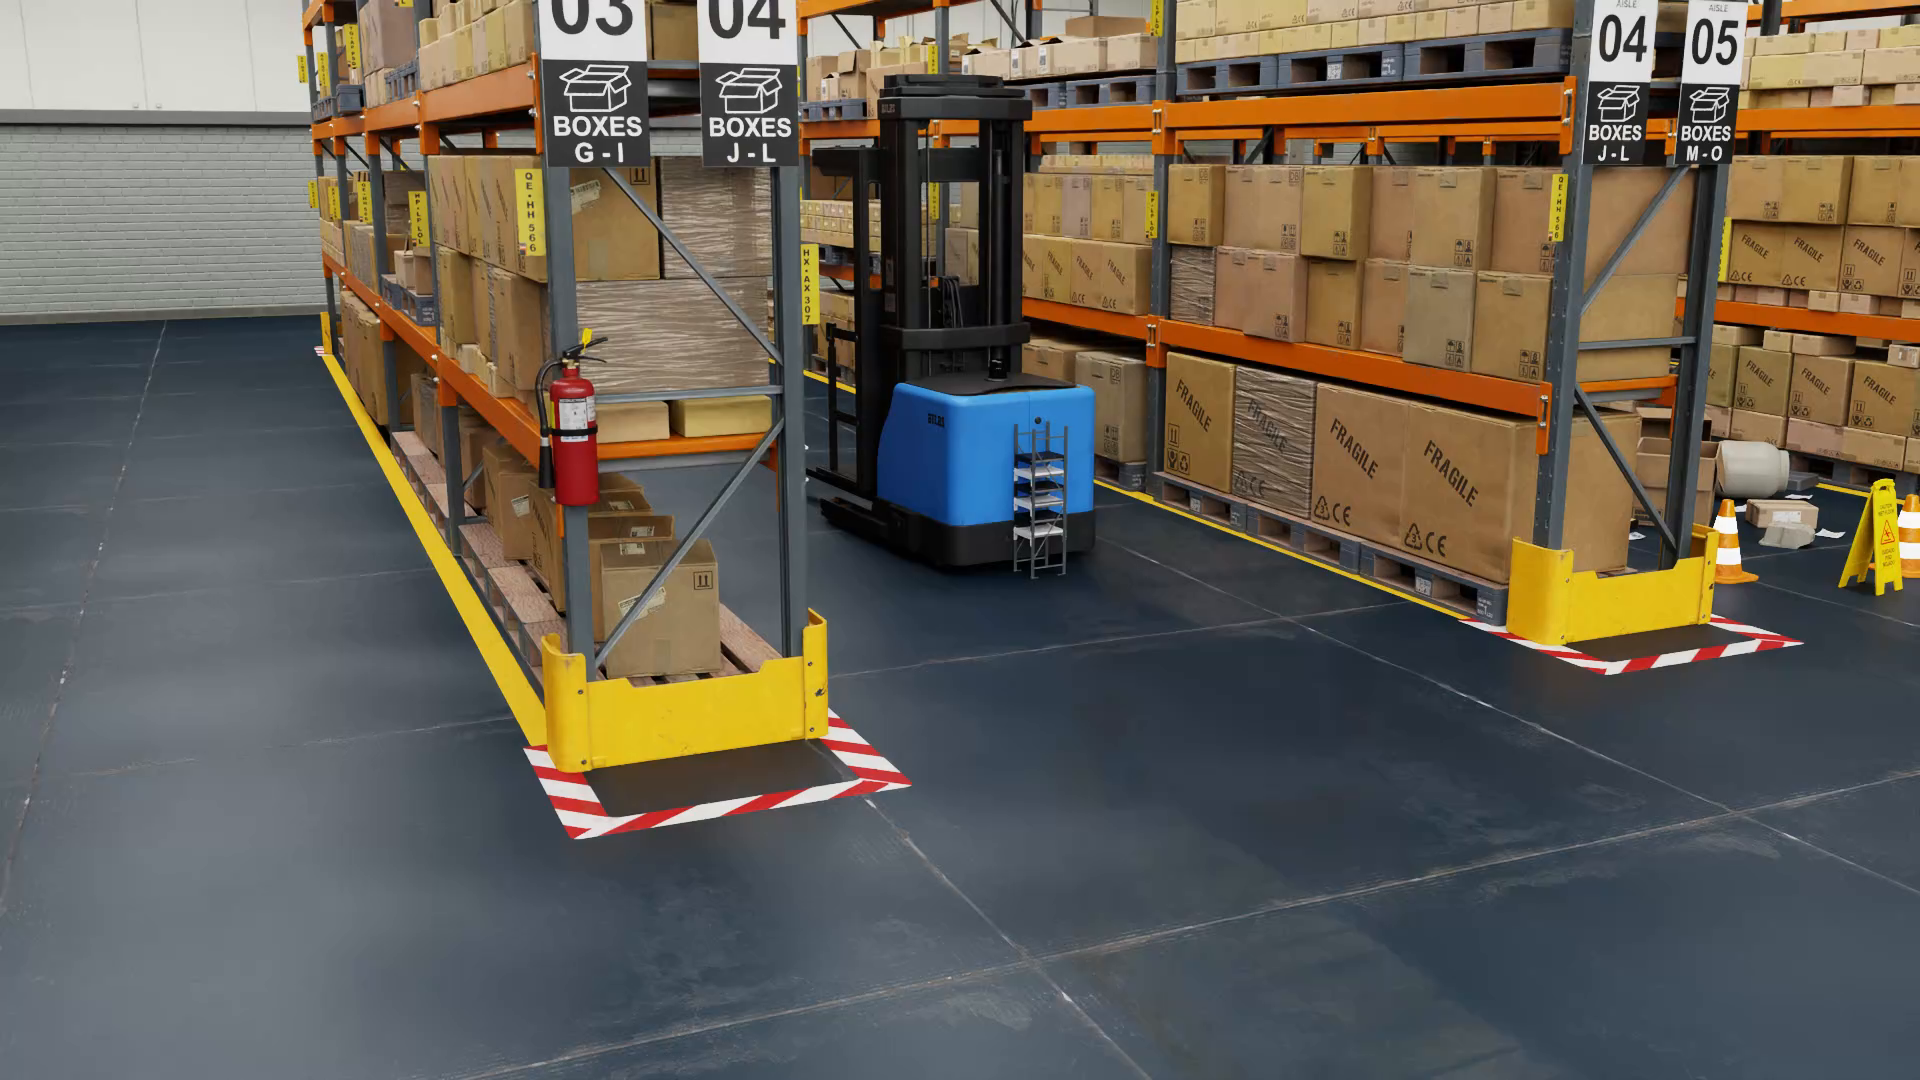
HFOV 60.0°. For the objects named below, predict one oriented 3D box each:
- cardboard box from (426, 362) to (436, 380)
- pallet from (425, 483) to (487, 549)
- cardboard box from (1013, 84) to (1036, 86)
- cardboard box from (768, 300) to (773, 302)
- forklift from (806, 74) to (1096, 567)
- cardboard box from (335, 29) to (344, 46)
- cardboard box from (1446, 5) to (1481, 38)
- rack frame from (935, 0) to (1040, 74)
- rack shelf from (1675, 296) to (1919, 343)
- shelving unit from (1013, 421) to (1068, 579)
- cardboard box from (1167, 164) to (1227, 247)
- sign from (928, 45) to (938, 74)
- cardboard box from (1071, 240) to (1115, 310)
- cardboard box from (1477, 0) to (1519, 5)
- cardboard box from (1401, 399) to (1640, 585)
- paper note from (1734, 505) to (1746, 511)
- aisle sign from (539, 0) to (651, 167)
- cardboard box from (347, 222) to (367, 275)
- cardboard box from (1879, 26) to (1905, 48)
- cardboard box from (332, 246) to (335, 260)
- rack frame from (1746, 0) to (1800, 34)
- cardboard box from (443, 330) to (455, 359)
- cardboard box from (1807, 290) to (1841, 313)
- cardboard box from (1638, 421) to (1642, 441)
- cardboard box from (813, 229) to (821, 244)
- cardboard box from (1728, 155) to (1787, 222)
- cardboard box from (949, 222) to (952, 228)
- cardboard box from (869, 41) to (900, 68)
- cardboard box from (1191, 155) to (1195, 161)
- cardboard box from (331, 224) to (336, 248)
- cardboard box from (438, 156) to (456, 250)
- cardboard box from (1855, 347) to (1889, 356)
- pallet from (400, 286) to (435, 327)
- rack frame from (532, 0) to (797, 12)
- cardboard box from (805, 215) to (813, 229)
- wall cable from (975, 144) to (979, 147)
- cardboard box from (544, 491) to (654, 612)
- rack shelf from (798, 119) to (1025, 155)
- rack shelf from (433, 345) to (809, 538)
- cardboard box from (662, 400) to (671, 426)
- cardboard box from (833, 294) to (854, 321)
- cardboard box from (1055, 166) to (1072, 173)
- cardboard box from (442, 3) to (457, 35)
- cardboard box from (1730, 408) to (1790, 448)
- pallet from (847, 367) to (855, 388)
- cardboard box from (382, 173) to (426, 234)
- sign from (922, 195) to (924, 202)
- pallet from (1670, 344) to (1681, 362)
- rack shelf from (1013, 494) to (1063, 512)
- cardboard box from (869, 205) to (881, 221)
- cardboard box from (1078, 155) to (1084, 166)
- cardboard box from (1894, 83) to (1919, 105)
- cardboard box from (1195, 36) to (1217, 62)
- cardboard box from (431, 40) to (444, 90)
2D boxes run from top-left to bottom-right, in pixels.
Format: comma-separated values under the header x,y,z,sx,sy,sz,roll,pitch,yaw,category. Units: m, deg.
x,y,z,sx,sy,sz,roll,pitch,yaw,category
-4.034,-1.460,13.430,0.500,0.250,0.500,-5,14,-21,cardboard box
-3.041,-0.209,11.306,1.003,0.211,1.213,-6,14,-23,pallet
0.697,-4.158,14.894,0.380,0.166,0.250,-6,14,-23,cardboard box
-2.317,-2.967,21.108,0.380,0.149,0.250,-6,14,-23,cardboard box
-0.298,-1.553,11.079,1.130,2.935,3.031,-7,15,-27,forklift
-6.735,-5.597,18.710,0.500,0.250,0.500,-6,14,-25,cardboard box
2.812,-2.743,8.823,0.380,0.149,0.250,-5,14,-22,cardboard box
0.255,-5.583,15.037,1.000,3.000,0.127,-6,14,-23,rack frame
7.154,-1.539,12.461,1.077,0.370,4.000,-6,14,-23,rack shelf
0.479,-0.240,9.913,0.258,0.900,0.210,-7,15,-27,shelving unit
1.974,-2.354,11.662,0.875,0.550,0.550,-6,14,-23,cardboard box
-0.243,-4.325,15.107,0.100,0.325,0.005,-6,14,-23,sign
1.201,-2.071,12.944,0.500,0.500,0.500,-6,14,-24,cardboard box
3.008,-2.870,8.487,0.500,0.250,0.500,-5,14,-22,cardboard box
3.128,-0.311,9.344,0.875,0.875,0.875,-6,14,-23,cardboard box
5.550,-0.228,11.814,0.148,0.019,0.142,-1,13,-4,paper note
-1.375,-1.807,6.261,0.394,0.787,0.004,-6,14,-23,aisle sign
-5.775,-2.887,16.471,0.500,0.500,0.500,-6,14,-23,cardboard box
6.878,-3.621,12.001,0.380,0.149,0.250,-5,14,-22,cardboard box
-6.870,-3.236,18.759,0.380,0.149,0.250,-6,14,-24,cardboard box
9.297,-6.501,19.000,1.000,3.000,0.127,-6,14,-23,rack frame
-2.829,-1.160,9.788,0.380,0.149,0.250,-6,14,-23,cardboard box
6.689,-1.821,12.641,0.380,0.149,0.250,-6,14,-23,cardboard box
4.549,-0.652,12.272,0.797,0.637,0.503,-6,14,-23,cardboard box
-1.398,-3.338,18.264,0.380,0.149,0.250,-6,14,-23,cardboard box
6.515,-2.765,13.066,0.700,0.500,0.500,-6,14,-23,cardboard box
0.025,-3.117,16.649,0.380,0.149,0.250,-6,14,-25,cardboard box
-0.679,-4.868,16.678,0.396,0.266,0.258,-6,14,-23,cardboard box
3.142,-4.947,21.715,0.380,0.149,0.250,-5,14,-22,cardboard box
-6.764,-3.412,18.631,0.500,0.250,0.500,-5,14,-22,cardboard box
-2.579,-1.869,9.193,0.500,0.500,0.500,-6,14,-23,cardboard box
7.246,-1.224,13.011,0.500,0.500,0.500,-5,14,-20,cardboard box
-3.499,-1.735,12.139,1.003,0.211,1.213,-6,14,-23,pallet
-1.125,-3.504,6.050,1.000,3.000,0.127,-6,14,-23,rack frame
-1.505,-3.538,18.470,0.380,0.149,0.250,-6,14,-24,cardboard box
0.560,-6.570,30.351,0.588,1.984,0.122,-6,14,-23,wall cable
-1.864,0.050,8.612,0.500,0.500,0.500,-4,14,-18,cardboard box
-0.546,-4.185,17.242,1.077,0.370,4.000,-6,14,-23,rack shelf
-1.926,-0.644,8.593,1.077,0.370,4.000,-6,14,-23,rack shelf
-1.104,-0.592,7.333,0.380,0.149,0.250,-6,14,-23,cardboard box
-1.078,-2.553,18.197,0.500,0.250,0.500,-5,14,-21,cardboard box
1.690,-5.086,23.755,0.500,0.500,0.500,-6,14,-24,cardboard box
-2.457,-2.678,8.585,0.380,0.149,0.250,-6,14,-24,cardboard box
6.566,-0.912,13.324,0.500,0.250,0.500,-5,14,-20,cardboard box
-0.541,-1.715,17.814,1.003,0.211,1.213,-6,14,-23,pallet
-4.608,-2.924,14.403,0.797,0.503,0.637,-5,14,-21,cardboard box
-0.803,-6.084,29.907,0.327,0.218,0.001,-6,14,-23,sign
9.032,-2.377,20.672,1.003,0.211,1.213,-6,14,-23,pallet
0.479,-0.208,9.921,0.258,0.077,0.200,-7,15,-27,rack shelf
-0.766,-3.304,16.799,0.380,0.149,0.250,-6,14,-23,cardboard box
1.879,-5.321,23.330,0.380,0.149,0.250,-5,14,-22,cardboard box
6.900,-3.177,11.847,0.380,0.149,0.250,-6,14,-24,cardboard box
1.797,-3.267,11.086,0.380,0.149,0.250,-6,14,-23,cardboard box
-2.565,-2.571,9.004,0.500,0.250,0.500,-6,14,-23,cardboard box
